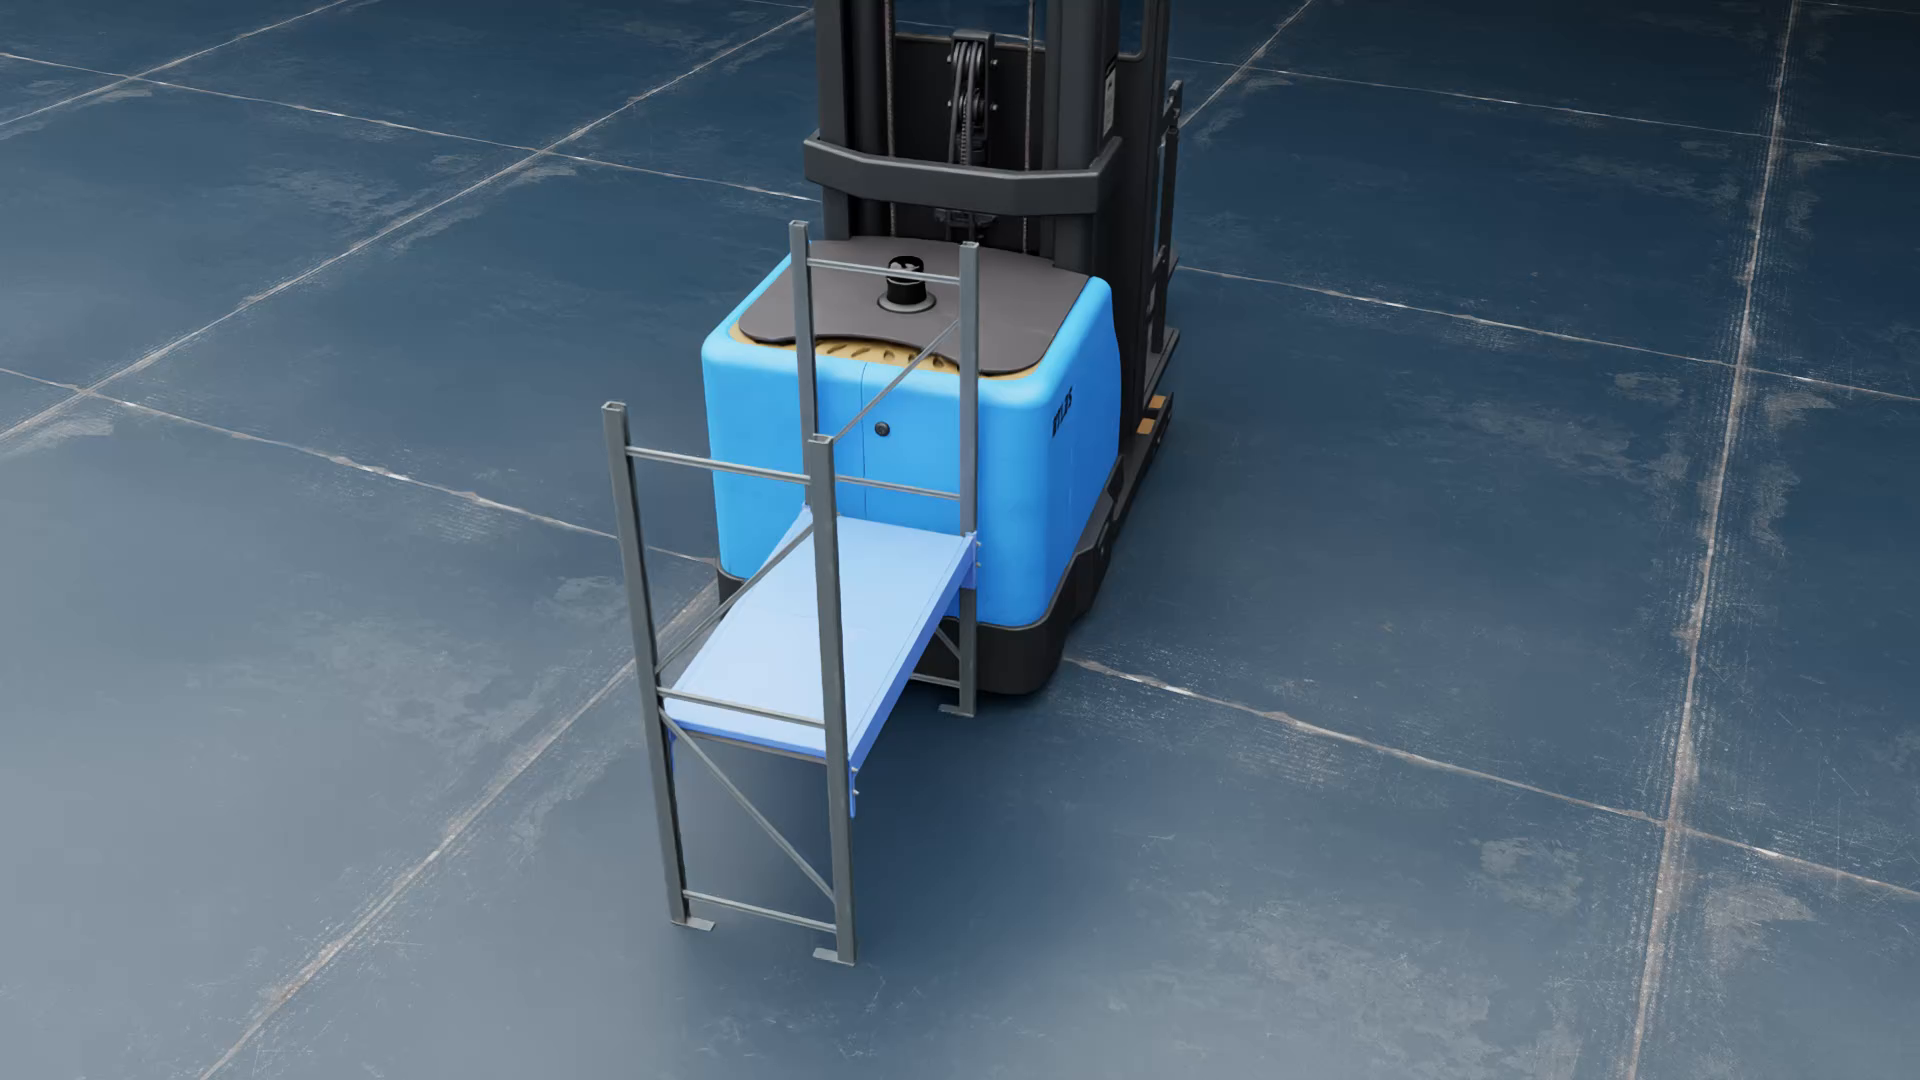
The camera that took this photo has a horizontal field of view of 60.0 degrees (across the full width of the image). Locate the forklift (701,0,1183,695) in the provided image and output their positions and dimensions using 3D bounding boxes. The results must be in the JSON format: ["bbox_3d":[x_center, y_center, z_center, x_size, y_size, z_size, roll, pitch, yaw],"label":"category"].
[{"bbox_3d":[0.180,-1.570,5.472,1.130,2.935,3.031,10,34,14],"label":"forklift"}]

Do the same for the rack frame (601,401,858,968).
[{"bbox_3d":[-0.497,0.387,3.792,0.500,1.500,0.032,10,34,14],"label":"rack frame"}]

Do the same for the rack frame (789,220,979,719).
[{"bbox_3d":[-0.194,-0.145,4.604,0.500,1.500,0.032,10,34,14],"label":"rack frame"}]

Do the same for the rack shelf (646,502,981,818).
[{"bbox_3d":[-0.346,0.271,4.297,0.538,0.185,1.000,10,34,14],"label":"rack shelf"}]

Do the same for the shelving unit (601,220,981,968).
[{"bbox_3d":[-0.346,0.121,4.198,0.538,1.500,1.048,10,34,14],"label":"shelving unit"}]
